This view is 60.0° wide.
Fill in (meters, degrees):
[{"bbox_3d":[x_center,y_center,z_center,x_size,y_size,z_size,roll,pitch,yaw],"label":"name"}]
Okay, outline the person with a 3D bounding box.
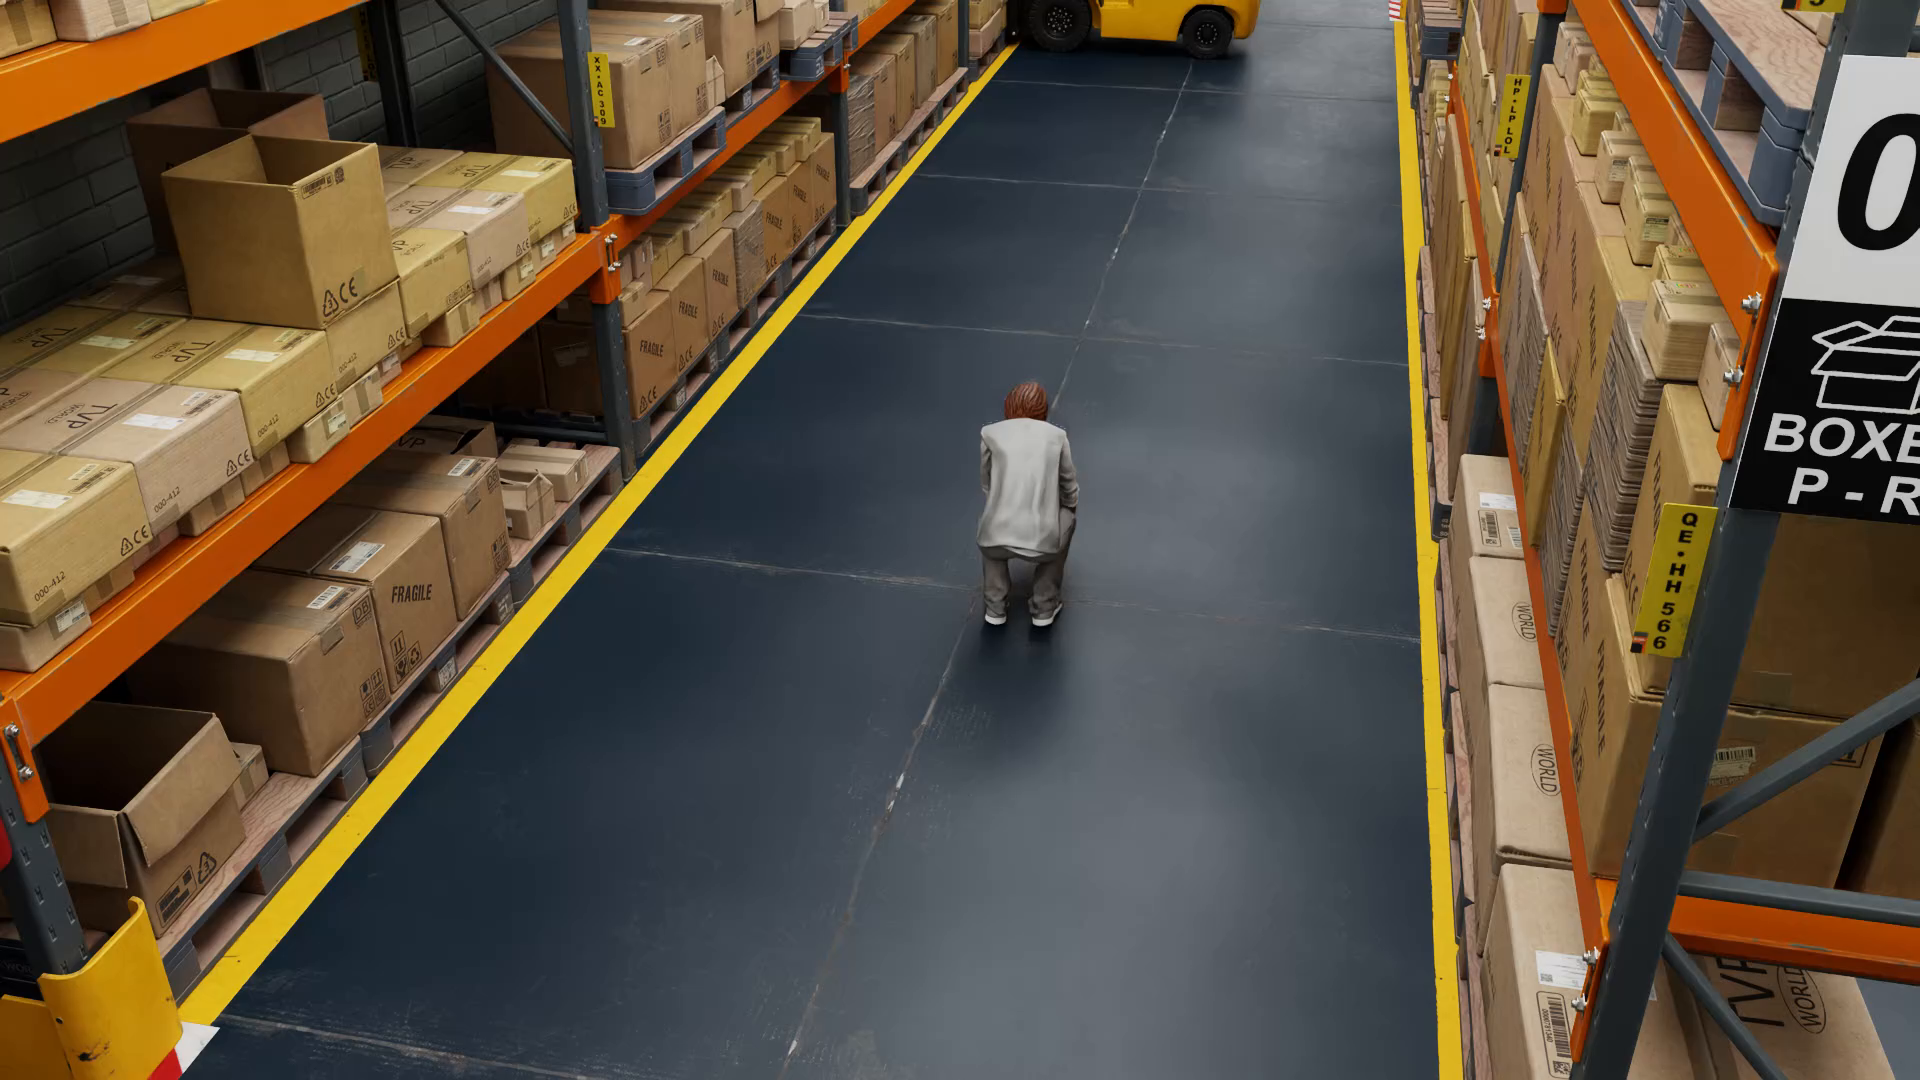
[{"bbox_3d":[0.268,-0.080,7.072,0.442,0.827,0.792,6,30,10],"label":"person"}]
